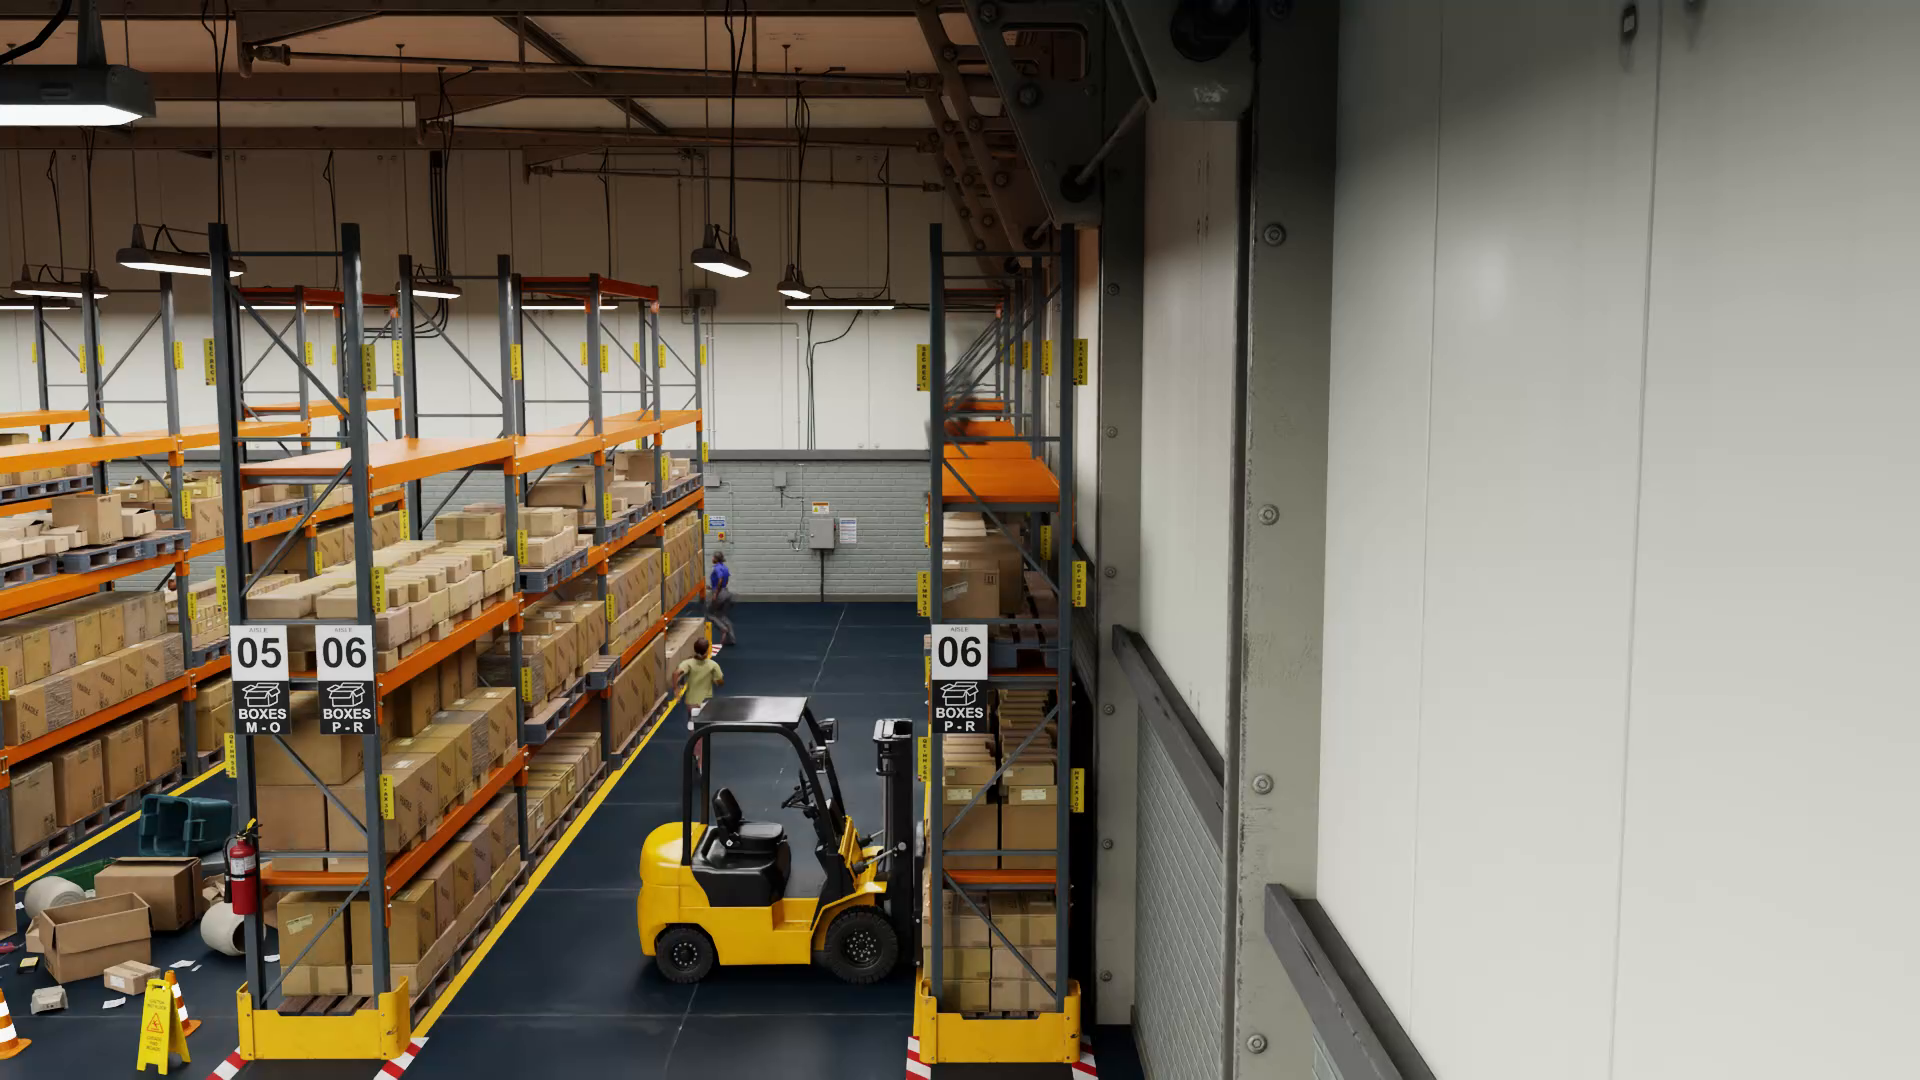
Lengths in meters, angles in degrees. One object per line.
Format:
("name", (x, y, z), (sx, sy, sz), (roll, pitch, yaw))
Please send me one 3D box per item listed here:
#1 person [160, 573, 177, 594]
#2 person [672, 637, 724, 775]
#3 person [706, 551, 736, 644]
("person", (-12.183, 1.338, 25.871), (0.627, 1.703, 0.936), (-1, 7, -12))
("person", (-3.132, 2.017, 19.954), (0.581, 1.693, 0.846), (0, 7, 2))
("person", (-4.207, 0.997, 28.865), (0.664, 1.611, 0.551), (3, 7, 24))
